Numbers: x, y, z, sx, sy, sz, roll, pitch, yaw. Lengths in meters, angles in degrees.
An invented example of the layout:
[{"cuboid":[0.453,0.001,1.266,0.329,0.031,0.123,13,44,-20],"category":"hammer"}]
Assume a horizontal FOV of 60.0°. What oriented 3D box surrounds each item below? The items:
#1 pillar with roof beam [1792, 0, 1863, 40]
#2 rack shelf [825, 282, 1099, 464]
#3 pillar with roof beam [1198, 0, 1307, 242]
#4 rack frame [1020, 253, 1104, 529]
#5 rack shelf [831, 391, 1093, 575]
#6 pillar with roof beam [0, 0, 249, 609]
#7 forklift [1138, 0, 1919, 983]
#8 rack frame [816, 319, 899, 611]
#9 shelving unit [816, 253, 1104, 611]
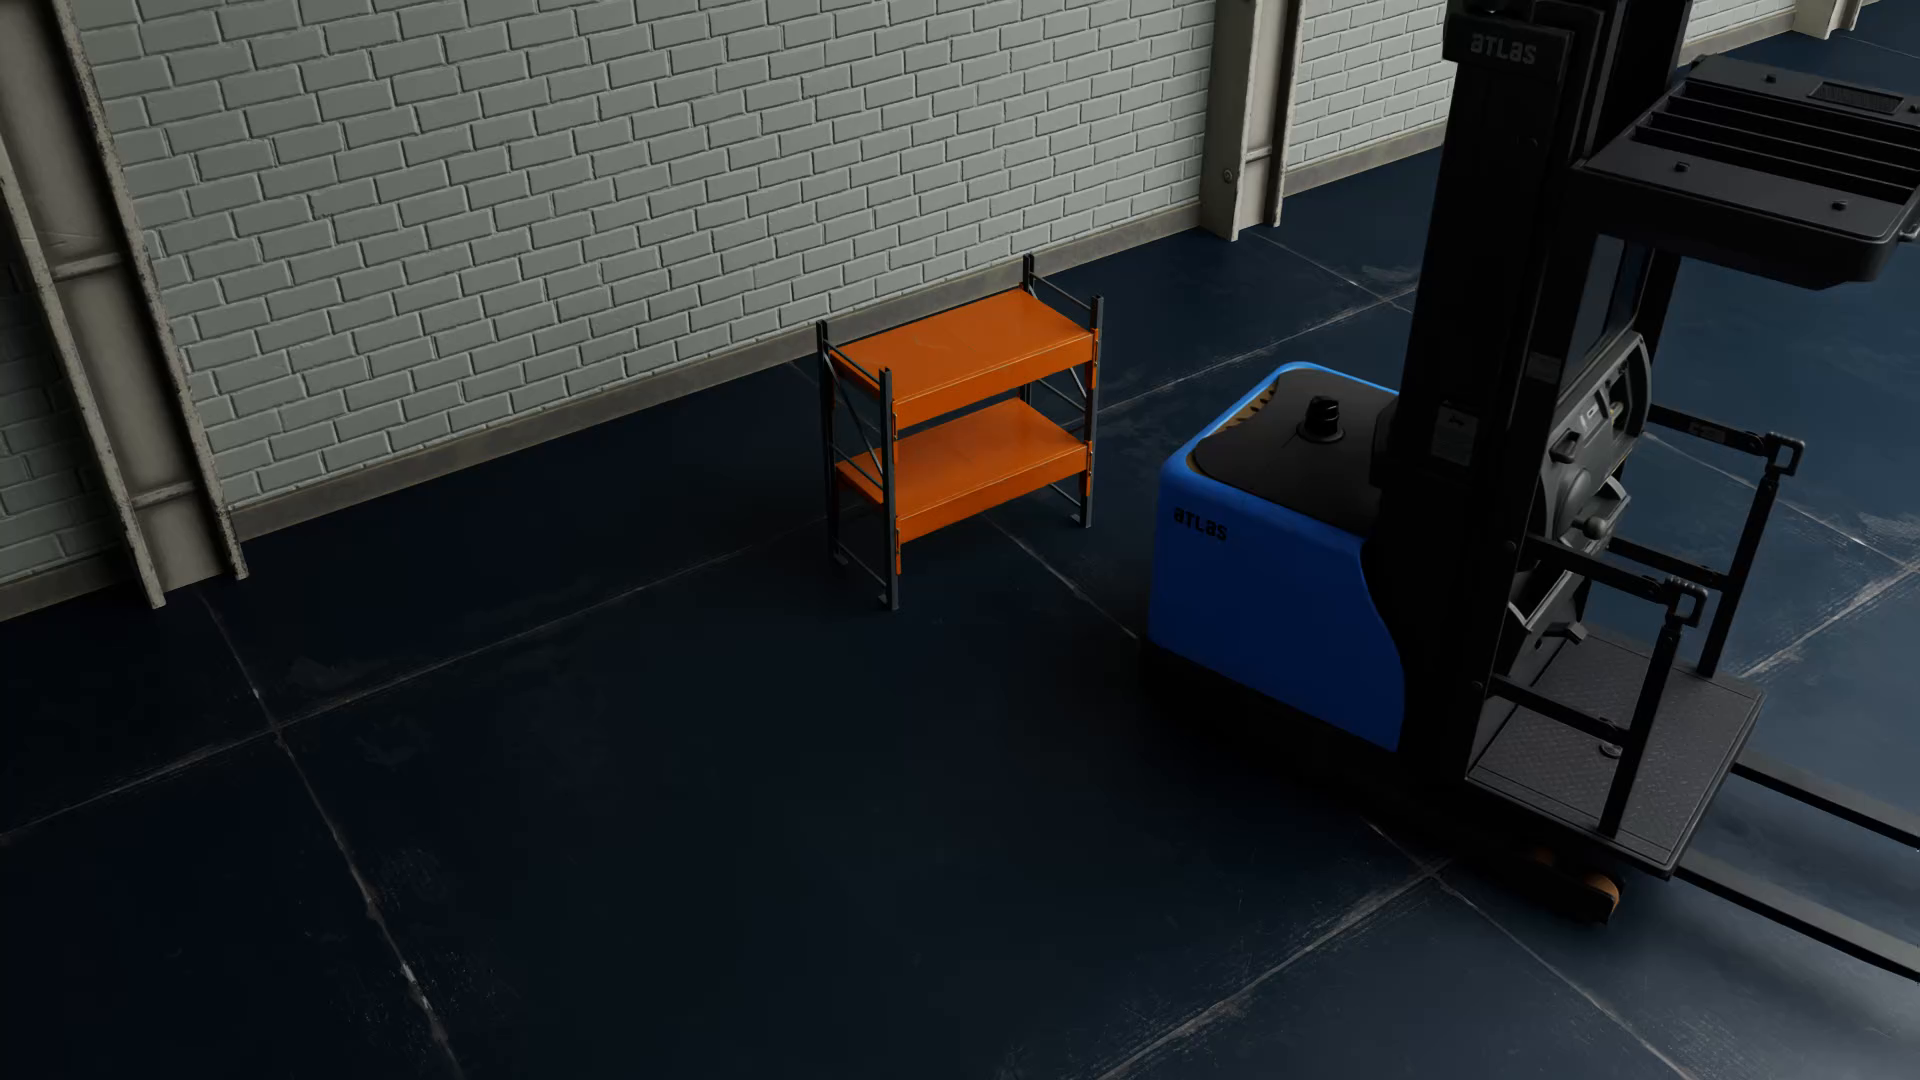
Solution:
[{"cuboid":[9.032,-5.489,7.174,0.400,9.000,9.100,-22,41,-28],"category":"pillar with roof beam"},{"cuboid":[0.006,-0.697,6.754,1.000,0.278,0.538,-22,41,-28],"category":"rack shelf"},{"cuboid":[4.127,-3.471,4.368,0.400,9.000,9.100,-22,41,-28],"category":"pillar with roof beam"},{"cuboid":[0.421,-0.630,7.162,0.032,1.125,0.500,-22,41,-28],"category":"rack frame"},{"cuboid":[0.006,-0.260,7.067,1.000,0.278,0.538,-22,41,-28],"category":"rack shelf"},{"cuboid":[-0.777,-1.452,1.562,0.400,9.000,9.100,-22,41,-28],"category":"pillar with roof beam"},{"cuboid":[2.163,-0.282,5.132,3.031,2.935,1.130,24,42,29],"category":"forklift"},{"cuboid":[-0.410,-0.288,6.687,0.032,1.125,0.500,-22,41,-28],"category":"rack frame"},{"cuboid":[0.006,-0.459,6.925,1.048,1.125,0.538,-22,41,-28],"category":"shelving unit"}]
